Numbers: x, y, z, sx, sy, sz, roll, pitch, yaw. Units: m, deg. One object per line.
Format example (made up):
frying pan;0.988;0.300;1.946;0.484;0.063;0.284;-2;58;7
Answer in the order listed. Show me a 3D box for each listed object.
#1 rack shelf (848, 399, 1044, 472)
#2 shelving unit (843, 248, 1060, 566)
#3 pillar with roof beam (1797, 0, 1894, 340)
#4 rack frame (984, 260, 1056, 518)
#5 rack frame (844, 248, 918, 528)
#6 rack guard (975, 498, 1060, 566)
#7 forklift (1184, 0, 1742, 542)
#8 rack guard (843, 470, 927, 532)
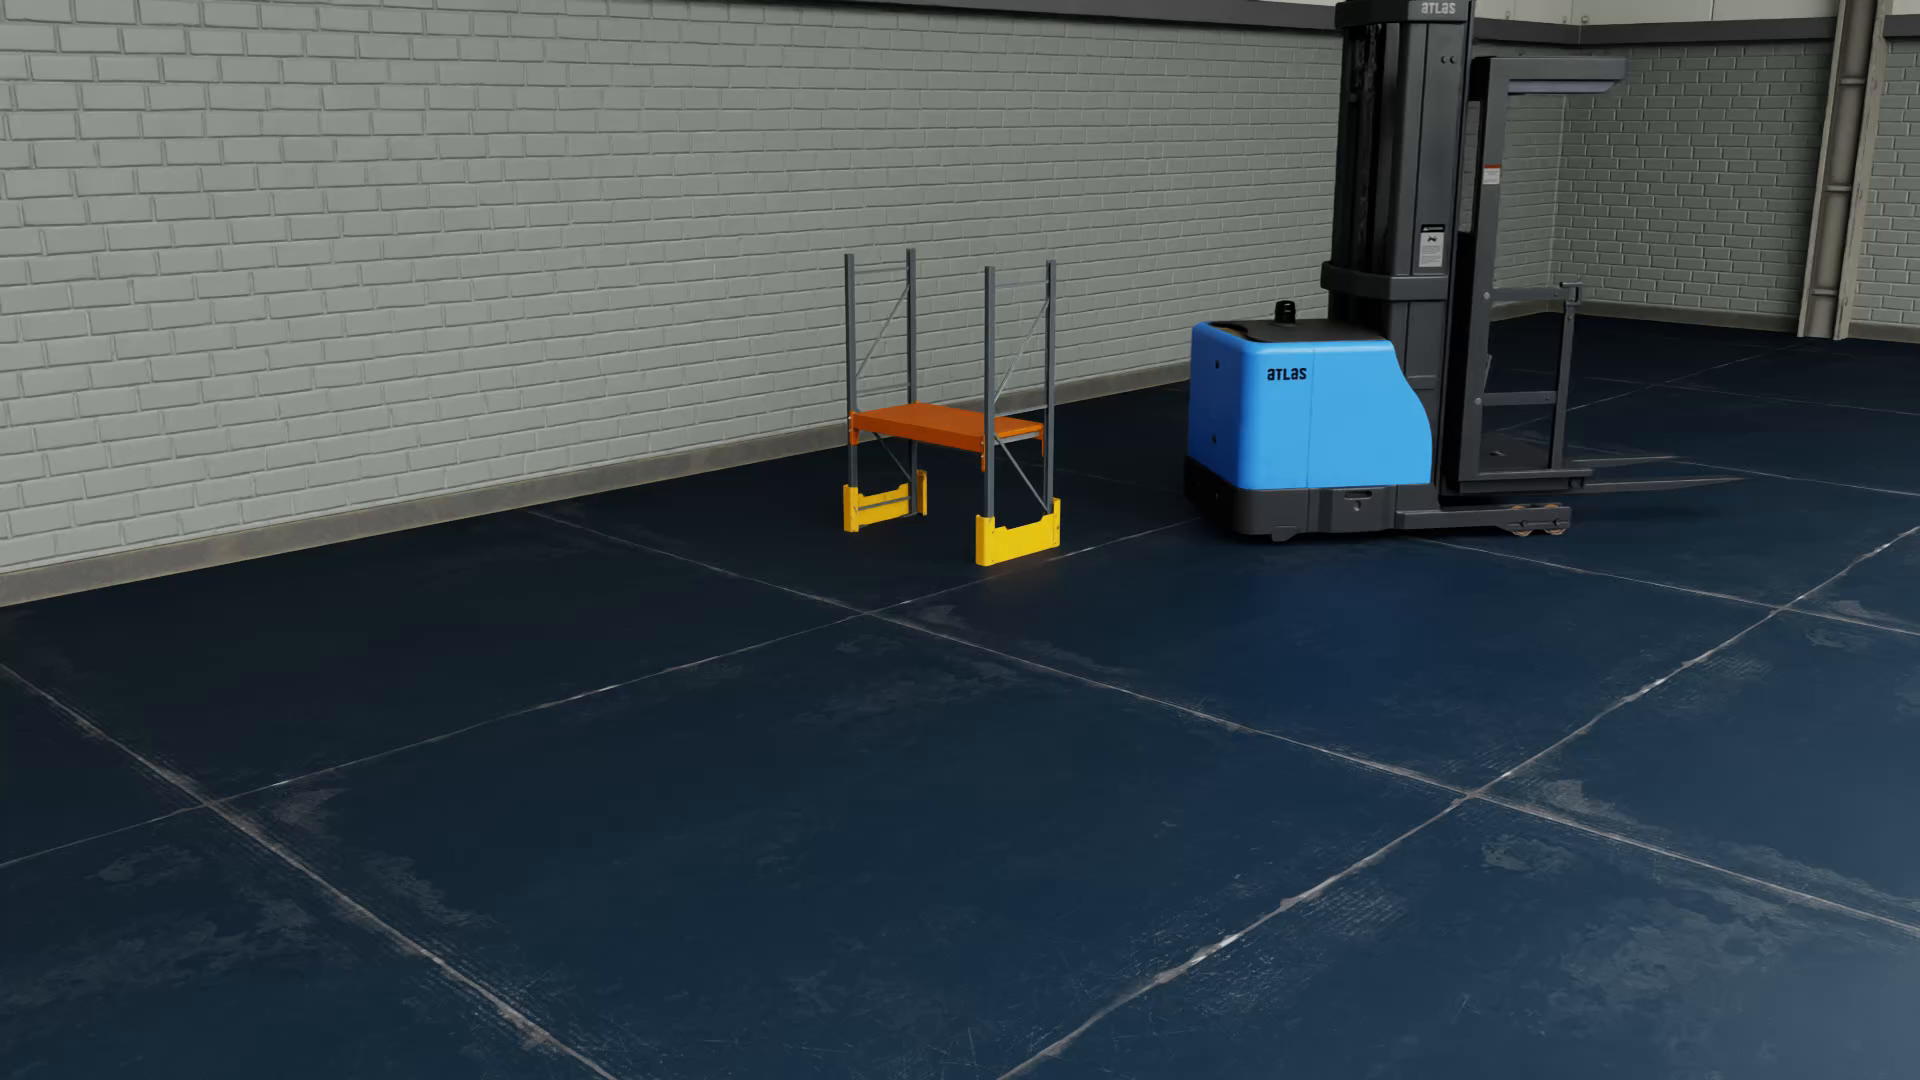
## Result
rack shelf;-0.061;-0.567;8.846;1.000;0.185;0.538;14;20;42
shelving unit;-0.055;-0.739;8.794;1.083;1.500;0.587;14;20;42
pillar with roof beam;5.735;-5.629;12.688;0.400;9.000;9.100;14;20;42
rack frame;0.305;-0.652;8.459;0.032;1.500;0.500;14;20;42
rack frame;-0.427;-0.830;9.142;0.032;1.500;0.500;14;20;42
rack guard;0.304;-0.047;8.617;0.087;0.250;0.587;14;20;42
forklift;2.863;-1.566;9.128;3.031;2.935;1.130;-3;15;-10
rack guard;-0.413;-0.221;9.286;0.087;0.250;0.587;14;20;42
